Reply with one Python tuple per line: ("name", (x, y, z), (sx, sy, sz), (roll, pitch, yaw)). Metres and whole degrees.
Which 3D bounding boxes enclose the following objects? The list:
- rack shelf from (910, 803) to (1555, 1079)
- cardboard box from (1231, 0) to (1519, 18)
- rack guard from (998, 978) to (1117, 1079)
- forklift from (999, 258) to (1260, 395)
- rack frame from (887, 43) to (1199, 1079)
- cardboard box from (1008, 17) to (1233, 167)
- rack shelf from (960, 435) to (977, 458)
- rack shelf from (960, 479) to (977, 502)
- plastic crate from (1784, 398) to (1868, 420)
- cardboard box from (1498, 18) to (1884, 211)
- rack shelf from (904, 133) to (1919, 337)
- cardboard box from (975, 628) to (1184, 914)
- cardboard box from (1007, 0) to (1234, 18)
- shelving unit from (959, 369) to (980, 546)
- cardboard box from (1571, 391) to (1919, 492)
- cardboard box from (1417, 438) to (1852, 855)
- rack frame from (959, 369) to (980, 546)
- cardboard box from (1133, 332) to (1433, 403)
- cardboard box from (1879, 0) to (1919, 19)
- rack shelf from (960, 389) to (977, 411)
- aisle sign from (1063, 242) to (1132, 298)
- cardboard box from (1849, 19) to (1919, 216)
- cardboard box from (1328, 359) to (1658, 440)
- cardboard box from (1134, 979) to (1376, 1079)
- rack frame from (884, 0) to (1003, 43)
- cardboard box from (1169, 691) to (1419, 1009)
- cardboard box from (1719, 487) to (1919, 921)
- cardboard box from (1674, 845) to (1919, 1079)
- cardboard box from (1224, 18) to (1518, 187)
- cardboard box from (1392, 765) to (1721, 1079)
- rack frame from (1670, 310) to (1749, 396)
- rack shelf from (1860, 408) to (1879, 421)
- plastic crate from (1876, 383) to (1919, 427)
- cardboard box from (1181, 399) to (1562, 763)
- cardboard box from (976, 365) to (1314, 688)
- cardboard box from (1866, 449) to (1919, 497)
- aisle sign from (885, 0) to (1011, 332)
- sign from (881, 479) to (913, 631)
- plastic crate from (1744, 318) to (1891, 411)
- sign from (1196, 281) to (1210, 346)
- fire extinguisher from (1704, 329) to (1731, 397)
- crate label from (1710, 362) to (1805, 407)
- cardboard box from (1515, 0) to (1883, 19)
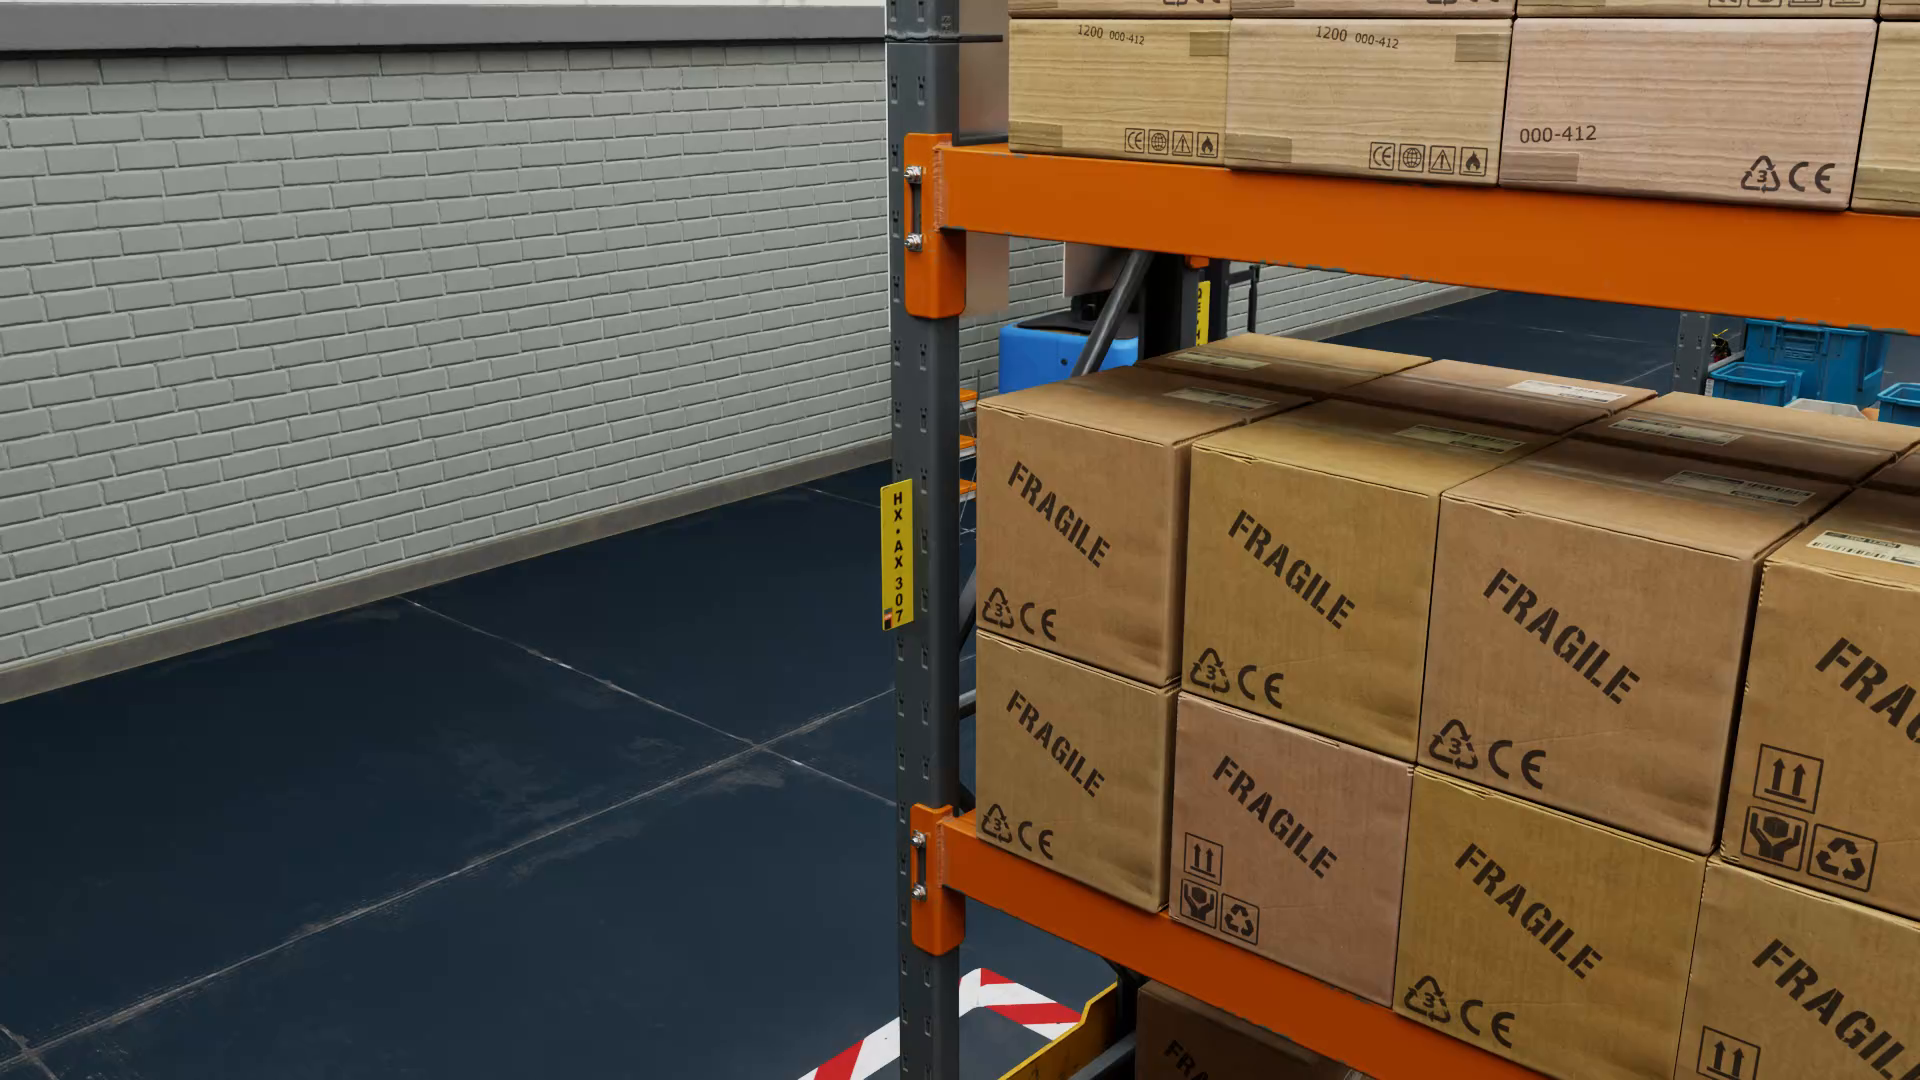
("rack shelf", (1.722, 1.067, 2.980), (4.000, 0.370, 1.077), (15, 23, 39))
("cardboard box", (0.807, -1.010, 2.797), (0.500, 0.250, 0.500), (15, 23, 39))
("rack guard", (0.283, 1.529, 4.466), (0.348, 0.500, 1.175), (15, 23, 39))
("forklift", (1.523, -2.061, 11.761), (1.130, 2.935, 3.031), (13, 22, 34))
("rack frame", (0.226, 0.323, 4.136), (0.127, 3.000, 1.000), (15, 23, 39))
("cardboard box", (0.442, -0.875, 3.199), (0.500, 0.250, 0.500), (15, 23, 39))
("rack shelf", (-0.040, -0.501, 9.990), (0.240, 0.259, 0.215), (15, 23, 39))
("rack shelf", (-0.040, -0.236, 10.074), (0.240, 0.259, 0.215), (15, 23, 39))
("plastic crate", (3.668, -0.493, 7.043), (0.298, 0.136, 0.250), (15, 23, 39))
("cardboard box", (1.182, -0.672, 2.558), (0.500, 0.250, 0.500), (15, 23, 39))
("rack shelf", (1.722, -0.363, 2.526), (4.000, 0.370, 1.077), (15, 23, 39))
("cardboard box", (0.383, 0.424, 3.652), (0.500, 0.500, 0.500), (16, 23, 40))
("cardboard box", (0.438, -1.112, 3.119), (0.500, 0.250, 0.500), (15, 23, 39))
("shelving unit", (-0.040, -0.511, 9.987), (0.252, 1.050, 0.215), (15, 23, 39))
("cardboard box", (1.511, 0.030, 3.241), (0.500, 0.500, 0.500), (16, 24, 41))
("cardboard box", (1.150, 0.152, 2.856), (0.500, 0.500, 0.500), (15, 23, 40))
("rack frame", (0.051, -0.487, 9.910), (0.008, 1.050, 0.200), (15, 23, 39))
("cardboard box", (0.742, -0.174, 3.884), (0.500, 0.500, 0.500), (15, 23, 39))
("cardboard box", (1.557, -0.810, 2.167), (0.500, 0.250, 0.500), (15, 23, 39))
("rack shelf", (-0.040, -0.772, 9.904), (0.240, 0.259, 0.215), (15, 23, 39))
("aisle sign", (0.379, -0.999, 4.004), (0.004, 0.787, 0.394), (15, 23, 39))
("cardboard box", (1.560, -0.573, 2.246), (0.500, 0.250, 0.500), (15, 23, 39))
("cardboard box", (1.120, -0.073, 3.565), (0.500, 0.500, 0.500), (16, 24, 41))
("cardboard box", (0.796, 1.358, 4.279), (0.500, 0.500, 0.500), (15, 23, 39))
("rack frame", (0.226, -2.537, 3.229), (0.127, 3.000, 1.000), (15, 23, 39))
("cardboard box", (0.773, 0.526, 3.330), (0.500, 0.500, 0.500), (15, 23, 39))
("cardboard box", (1.531, 0.254, 2.535), (0.500, 0.500, 0.500), (15, 23, 39))
("cardboard box", (1.519, 0.728, 2.693), (0.500, 0.500, 0.500), (15, 23, 40))
("cardboard box", (0.807, -0.772, 2.873), (0.500, 0.250, 0.500), (15, 23, 39))
("cardboard box", (1.146, 0.628, 3.010), (0.500, 0.500, 0.500), (15, 23, 39))
("rack frame", (3.517, -0.797, 7.665), (0.127, 3.000, 1.000), (15, 23, 39))
("rack shelf", (5.013, -0.053, 6.509), (4.000, 0.370, 1.077), (15, 23, 39))
("plastic crate", (3.976, -0.490, 6.874), (0.300, 0.233, 0.416), (15, 23, 39))
("cardboard box", (0.779, 0.050, 3.176), (0.500, 0.500, 0.500), (15, 23, 40))
("cardboard box", (0.383, -0.053, 3.501), (0.500, 0.500, 0.500), (16, 24, 41))
("cardboard box", (1.895, 0.133, 2.916), (0.500, 0.500, 0.500), (16, 24, 41))
("aisle sign", (-0.020, -0.864, 3.577), (0.004, 0.787, 0.394), (15, 23, 39))
("sign", (-0.134, 0.033, 3.618), (0.005, 0.325, 0.100), (15, 23, 39))
("plastic crate", (3.891, -0.818, 7.572), (0.499, 0.435, 0.616), (15, 23, 39))
("sign", (0.610, -0.501, 4.296), (0.005, 0.325, 0.100), (15, 23, 39))
("fire extinguisher", (3.706, -0.716, 8.153), (0.183, 0.674, 0.296), (15, 23, 39))
("crate label", (3.483, -0.622, 7.290), (0.303, 0.233, 0.416), (15, 23, 39))
("cardboard box", (1.185, -0.911, 2.486), (0.500, 0.250, 0.500), (15, 23, 39))
